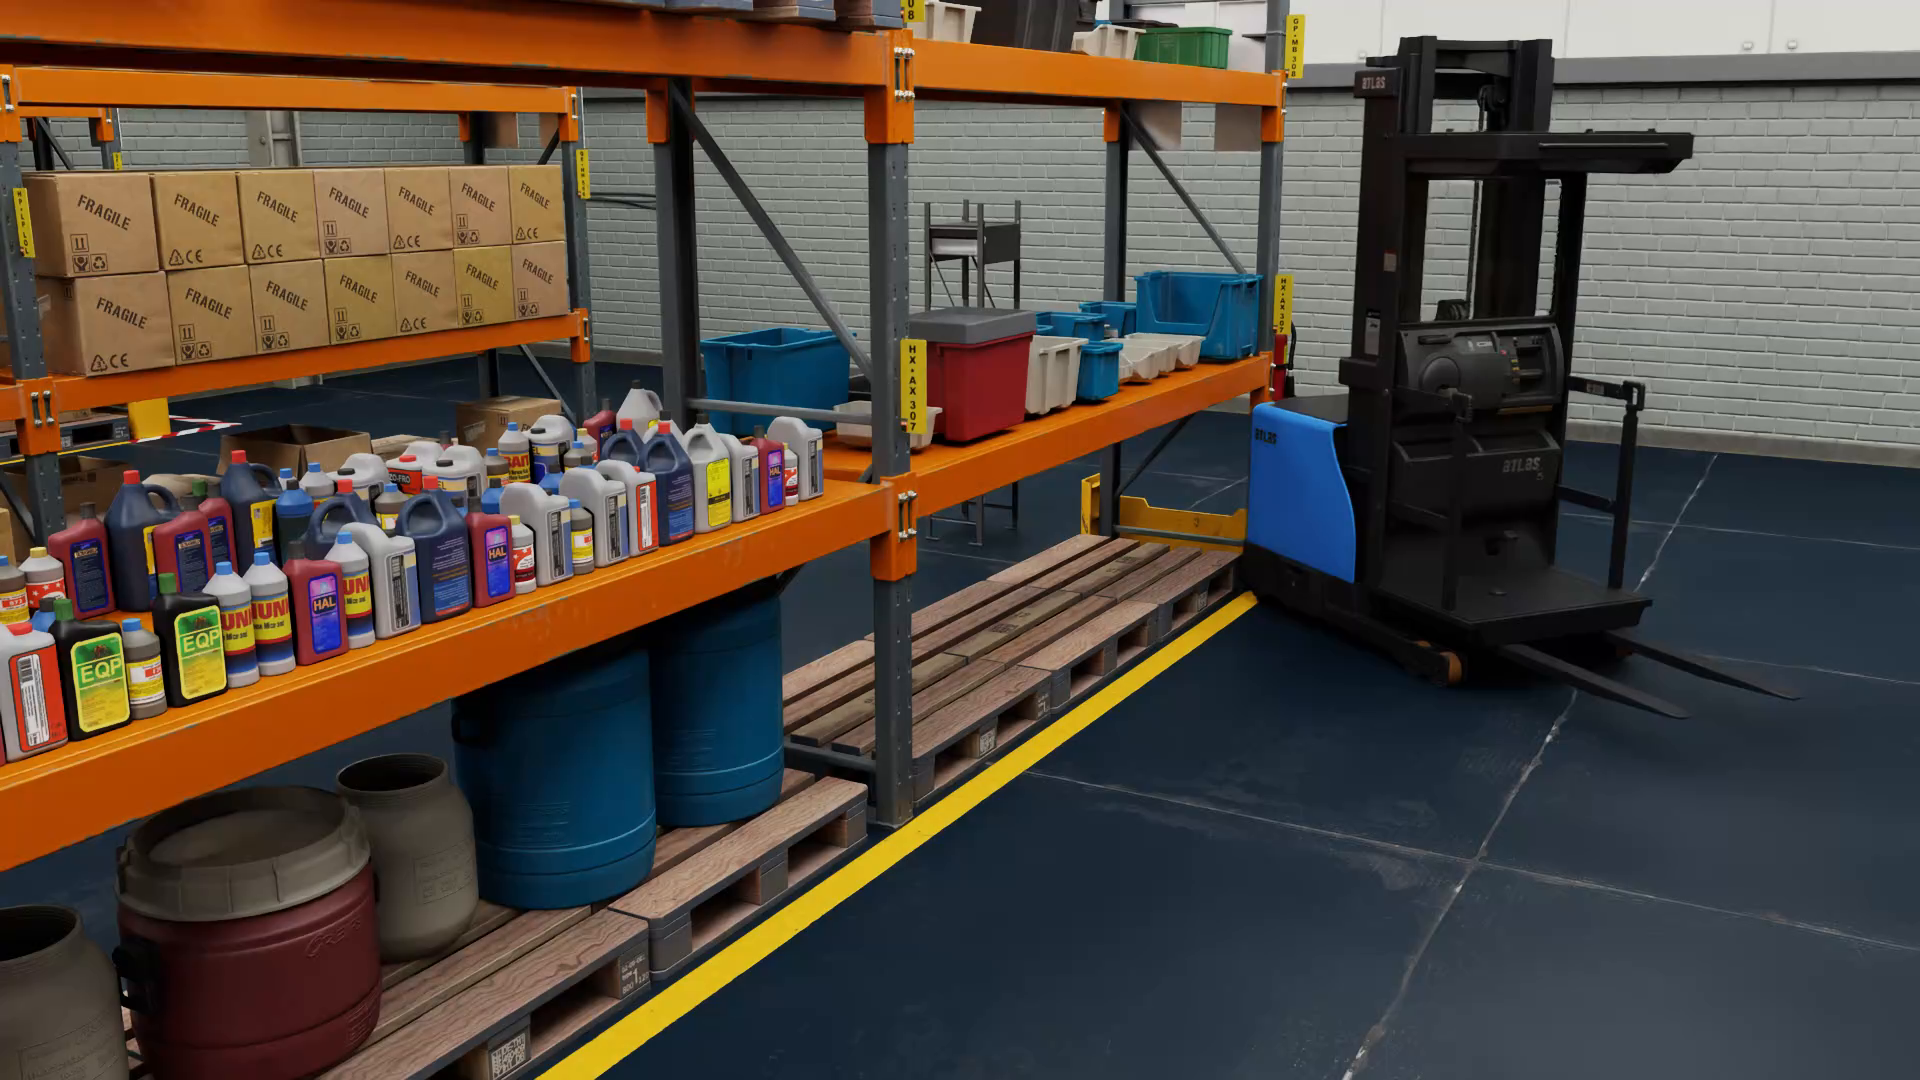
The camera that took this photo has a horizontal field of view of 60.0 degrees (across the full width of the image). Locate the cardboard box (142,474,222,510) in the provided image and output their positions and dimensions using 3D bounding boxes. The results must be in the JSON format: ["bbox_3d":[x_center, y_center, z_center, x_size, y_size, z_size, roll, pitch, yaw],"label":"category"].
[{"bbox_3d":[-4.585,-0.230,9.884,0.500,0.311,0.500,7,15,28],"label":"cardboard box"}]

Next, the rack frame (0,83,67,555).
[{"bbox_3d":[-4.975,-1.020,8.364,1.000,3.000,0.127,7,15,28],"label":"rack frame"}]

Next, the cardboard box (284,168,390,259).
[{"bbox_3d":[-3.754,-1.937,9.821,0.500,0.500,0.500,8,16,30],"label":"cardboard box"}]

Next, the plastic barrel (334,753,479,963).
[{"bbox_3d":[-1.612,0.908,4.780,0.421,0.512,0.421,0,14,0],"label":"plastic barrel"}]

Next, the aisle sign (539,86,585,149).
[{"bbox_3d":[-2.740,-3.084,11.378,0.394,0.787,0.004,7,15,28],"label":"aisle sign"}]

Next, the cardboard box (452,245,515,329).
[{"bbox_3d":[-3.267,-1.660,10.804,0.500,0.500,0.500,8,15,29],"label":"cardboard box"}]

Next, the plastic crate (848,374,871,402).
[{"bbox_3d":[-0.335,-0.614,7.137,0.437,0.125,0.590,7,15,28],"label":"plastic crate"}]

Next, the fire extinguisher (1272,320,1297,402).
[{"bbox_3d":[1.764,-1.039,9.405,0.296,0.674,0.183,7,15,28],"label":"fire extinguisher"}]

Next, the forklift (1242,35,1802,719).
[{"bbox_3d":[2.604,-0.855,7.826,1.130,2.935,3.031,-6,15,-22],"label":"forklift"}]

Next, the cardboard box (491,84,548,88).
[{"bbox_3d":[-3.059,-3.091,10.873,0.500,0.250,0.500,7,15,28],"label":"cardboard box"}]

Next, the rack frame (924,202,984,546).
[{"bbox_3d":[-0.038,-1.005,10.221,0.400,2.100,0.015,7,15,28],"label":"rack frame"}]

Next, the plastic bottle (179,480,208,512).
[{"bbox_3d":[-2.046,-0.012,4.431,0.061,0.283,0.133,7,15,28],"label":"plastic bottle"}]

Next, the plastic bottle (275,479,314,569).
[{"bbox_3d":[-1.806,-0.029,4.529,0.097,0.271,0.097,0,14,0],"label":"plastic bottle"}]

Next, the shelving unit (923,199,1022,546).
[{"bbox_3d":[0.080,-1.055,10.428,0.431,2.100,0.503,7,15,28],"label":"shelving unit"}]

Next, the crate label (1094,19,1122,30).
[{"bbox_3d":[0.564,-2.512,8.470,0.408,0.251,0.502,7,15,28],"label":"crate label"}]

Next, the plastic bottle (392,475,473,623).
[{"bbox_3d":[-1.331,0.018,4.166,0.144,0.351,0.185,7,15,28],"label":"plastic bottle"}]

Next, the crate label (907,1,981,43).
[{"bbox_3d":[-0.151,-1.856,5.993,0.293,0.136,0.466,7,15,28],"label":"crate label"}]

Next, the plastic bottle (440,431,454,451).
[{"bbox_3d":[-1.621,-0.192,5.180,0.061,0.283,0.133,7,15,28],"label":"plastic bottle"}]

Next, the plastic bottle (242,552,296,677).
[{"bbox_3d":[-1.555,0.163,3.733,0.097,0.271,0.097,0,14,0],"label":"plastic bottle"}]

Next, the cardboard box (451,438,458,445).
[{"bbox_3d":[-3.545,-0.622,11.856,0.380,0.149,0.250,7,15,28],"label":"cardboard box"}]

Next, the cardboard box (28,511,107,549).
[{"bbox_3d":[-4.583,0.012,8.883,0.500,0.311,0.500,7,15,28],"label":"cardboard box"}]

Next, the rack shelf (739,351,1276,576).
[{"bbox_3d":[0.326,-0.519,7.820,1.077,0.370,4.000,7,15,28],"label":"rack shelf"}]

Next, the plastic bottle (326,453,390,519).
[{"bbox_3d":[-1.758,-0.108,4.848,0.152,0.276,0.135,7,15,28],"label":"plastic bottle"}]

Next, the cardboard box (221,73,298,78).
[{"bbox_3d":[-4.035,-2.682,9.176,0.500,0.250,0.500,7,15,28],"label":"cardboard box"}]

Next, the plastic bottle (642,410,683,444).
[{"bbox_3d":[-0.925,-0.225,5.171,0.144,0.351,0.185,7,15,28],"label":"plastic bottle"}]

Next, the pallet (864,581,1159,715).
[{"bbox_3d":[0.270,0.491,8.046,1.003,0.211,1.213,7,15,28],"label":"pallet"}]

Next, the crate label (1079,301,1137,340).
[{"bbox_3d":[0.885,-1.213,9.394,0.416,0.233,0.303,7,15,28],"label":"crate label"}]

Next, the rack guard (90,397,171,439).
[{"bbox_3d":[-7.368,-1.191,14.407,1.175,0.500,0.348,7,15,28],"label":"rack guard"}]

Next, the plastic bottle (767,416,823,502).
[{"bbox_3d":[-0.548,-0.280,5.560,0.152,0.276,0.135,7,15,28],"label":"plastic bottle"}]

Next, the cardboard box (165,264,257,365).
[{"bbox_3d":[-4.245,-1.248,9.095,0.500,0.500,0.500,8,16,29],"label":"cardboard box"}]

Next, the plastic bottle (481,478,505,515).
[{"bbox_3d":[-1.264,-0.035,4.552,0.097,0.271,0.097,0,14,0],"label":"plastic bottle"}]

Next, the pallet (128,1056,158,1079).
[{"bbox_3d":[-2.230,1.552,3.647,1.003,0.211,1.213,7,15,28],"label":"pallet"}]

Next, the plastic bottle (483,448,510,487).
[{"bbox_3d":[-1.502,-0.194,5.362,0.097,0.201,0.097,0,14,0],"label":"plastic bottle"}]

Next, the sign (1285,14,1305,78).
[{"bbox_3d":[1.782,-2.627,8.853,0.100,0.325,0.005,7,15,28],"label":"sign"}]

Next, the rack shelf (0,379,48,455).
[{"bbox_3d":[-5.942,-0.260,6.747,1.077,0.370,4.000,7,15,28],"label":"rack shelf"}]

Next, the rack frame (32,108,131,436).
[{"bbox_3d":[-7.379,-2.401,14.093,1.000,3.000,0.127,7,15,28],"label":"rack frame"}]

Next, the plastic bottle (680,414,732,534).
[{"bbox_3d":[-0.799,-0.208,5.103,0.144,0.351,0.185,7,15,28],"label":"plastic bottle"}]

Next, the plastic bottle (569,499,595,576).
[{"bbox_3d":[-1.066,-0.011,4.603,0.097,0.201,0.097,0,14,0],"label":"plastic bottle"}]

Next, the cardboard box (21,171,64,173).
[{"bbox_3d":[-4.957,-1.688,8.787,0.500,0.500,0.500,7,15,28],"label":"cardboard box"}]

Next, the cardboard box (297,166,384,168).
[{"bbox_3d":[-3.979,-2.104,10.514,0.500,0.500,0.500,8,16,29],"label":"cardboard box"}]

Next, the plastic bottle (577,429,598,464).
[{"bbox_3d":[-1.296,-0.281,5.725,0.097,0.201,0.097,0,14,0],"label":"plastic bottle"}]

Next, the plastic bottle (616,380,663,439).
[{"bbox_3d":[-1.114,-0.390,5.857,0.144,0.351,0.185,7,15,28],"label":"plastic bottle"}]

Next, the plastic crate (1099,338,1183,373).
[{"bbox_3d":[0.905,-0.934,8.442,0.396,0.136,0.243,7,15,28],"label":"plastic crate"}]

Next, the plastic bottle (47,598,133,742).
[{"bbox_3d":[-1.754,0.250,3.346,0.061,0.283,0.133,7,15,28],"label":"plastic bottle"}]

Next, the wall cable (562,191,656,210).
[{"bbox_3d":[-4.332,-4.928,18.399,3.097,2.526,0.112,7,15,28],"label":"wall cable"}]
